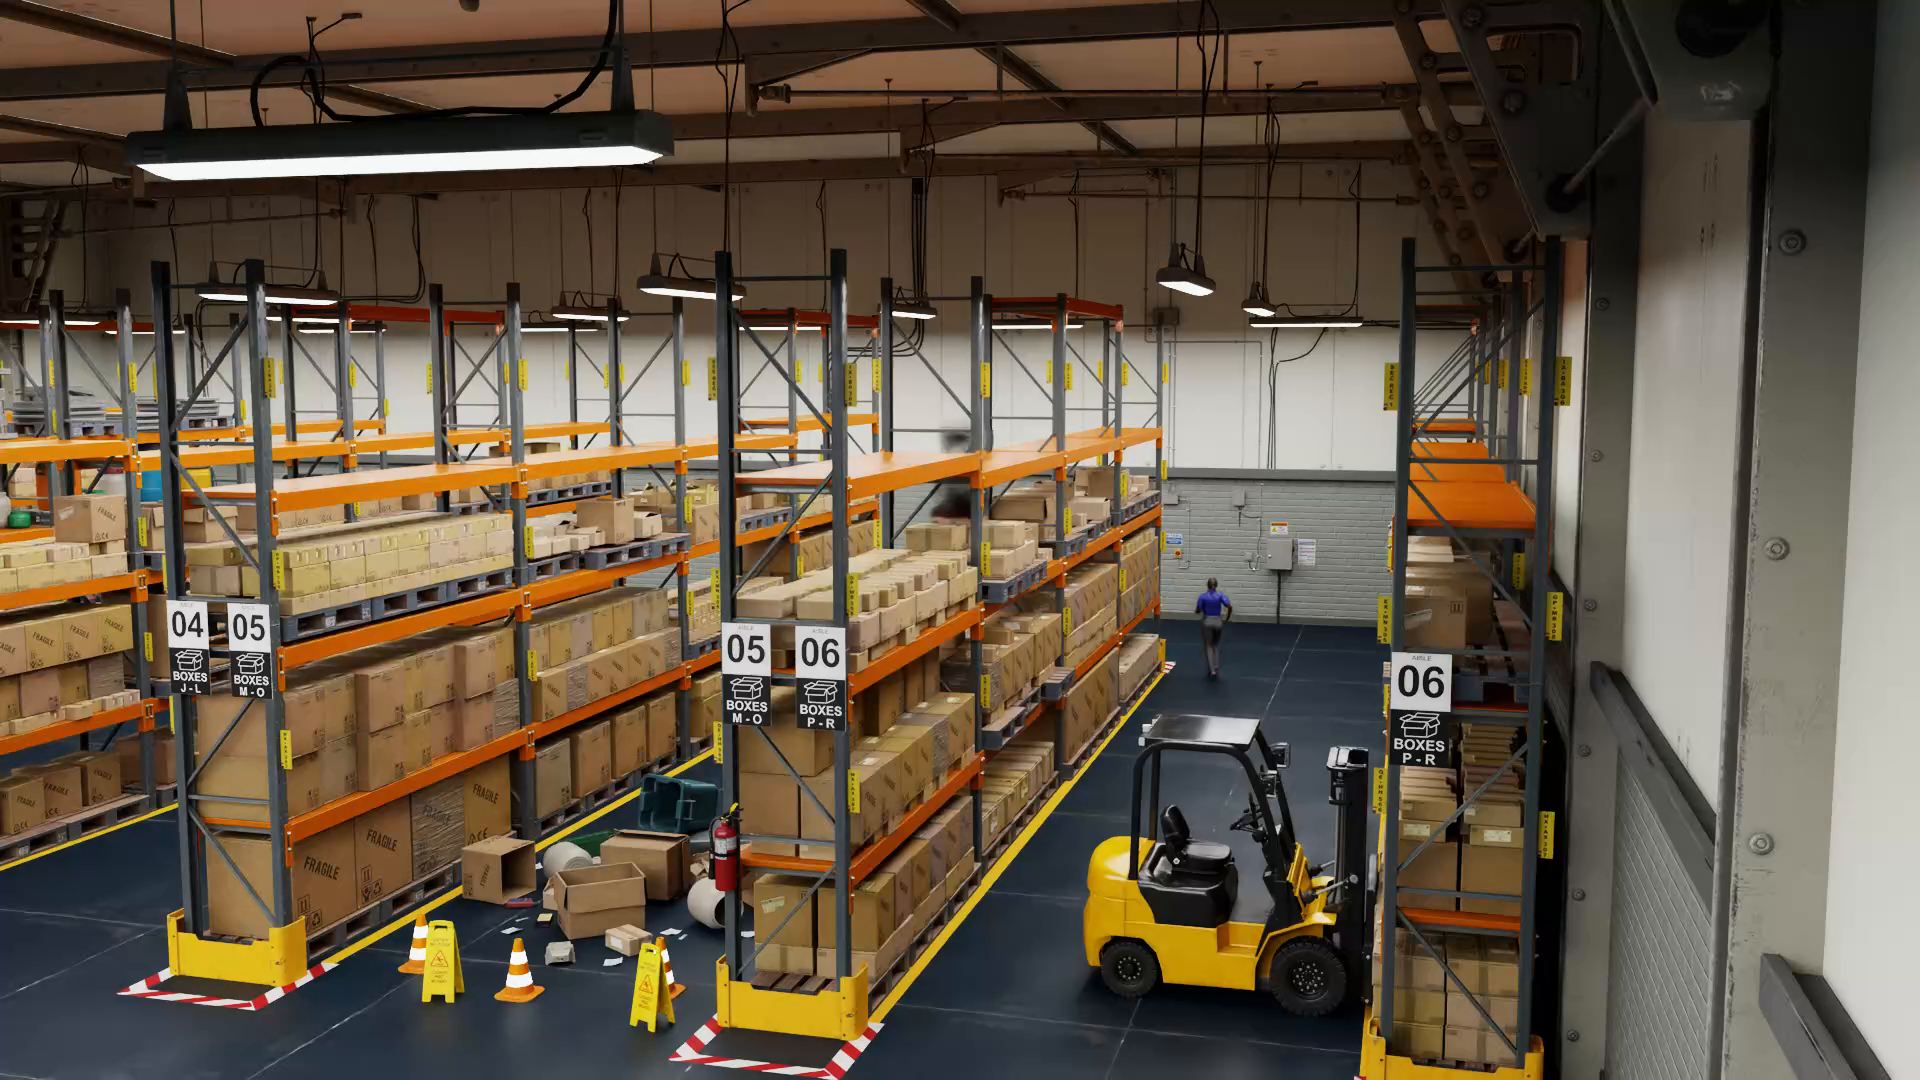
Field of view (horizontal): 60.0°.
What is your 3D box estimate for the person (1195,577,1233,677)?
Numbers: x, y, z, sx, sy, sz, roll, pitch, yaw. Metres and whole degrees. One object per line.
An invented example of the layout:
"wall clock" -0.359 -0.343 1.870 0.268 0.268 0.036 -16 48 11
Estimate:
"person" 4.147 1.462 27.297 0.543 1.719 0.762 -1 6 -7
